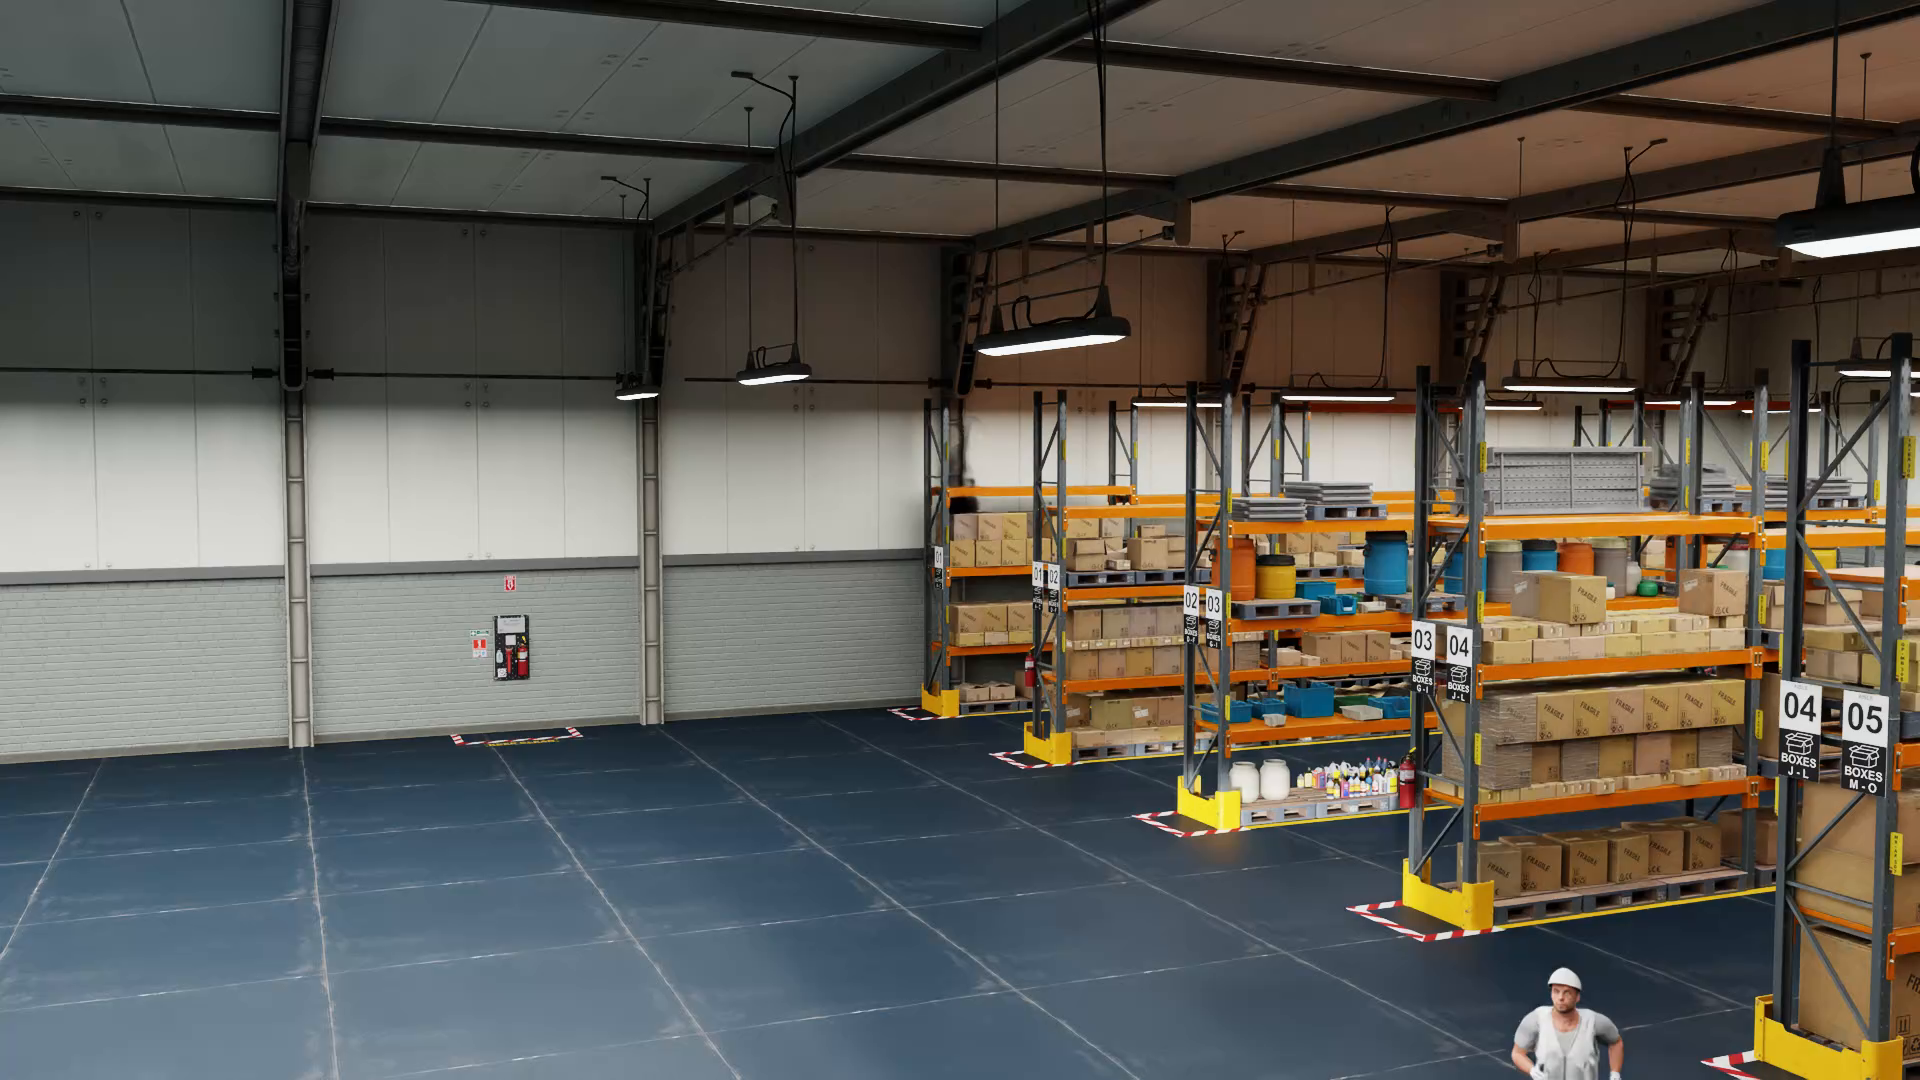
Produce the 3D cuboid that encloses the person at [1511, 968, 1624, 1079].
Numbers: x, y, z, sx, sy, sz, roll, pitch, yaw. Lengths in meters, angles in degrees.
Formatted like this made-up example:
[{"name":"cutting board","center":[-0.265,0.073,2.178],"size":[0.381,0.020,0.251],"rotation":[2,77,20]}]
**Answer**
[{"name":"person","center":[3.914,3.630,10.734],"size":[0.672,1.799,1.002],"rotation":[2,4,24]}]
